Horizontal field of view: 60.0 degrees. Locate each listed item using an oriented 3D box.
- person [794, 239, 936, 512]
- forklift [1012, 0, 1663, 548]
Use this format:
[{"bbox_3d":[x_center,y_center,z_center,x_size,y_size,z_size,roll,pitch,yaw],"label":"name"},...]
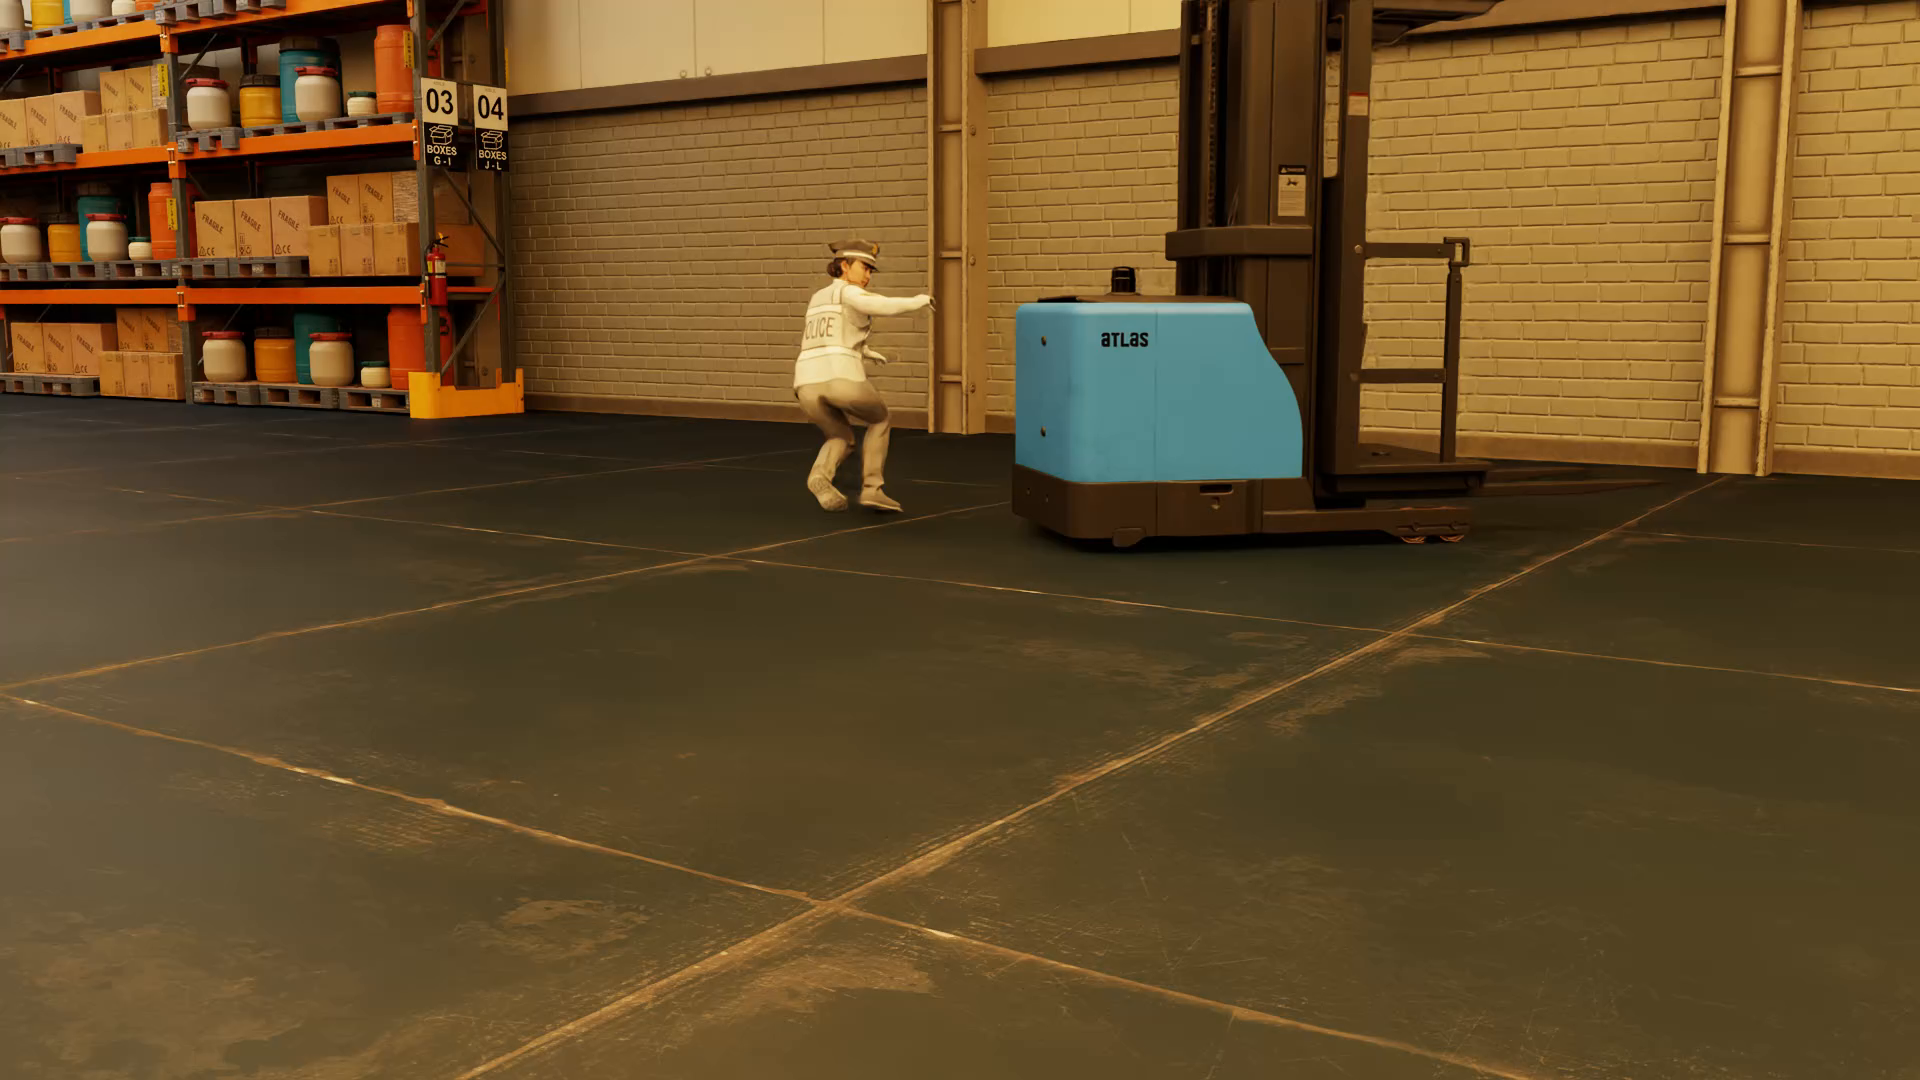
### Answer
[{"bbox_3d":[-0.456,-0.835,8.566,0.708,1.401,0.945,5,9,29],"label":"person"},{"bbox_3d":[1.825,-1.504,7.766,3.031,2.935,1.130,-2,8,-14],"label":"forklift"}]
